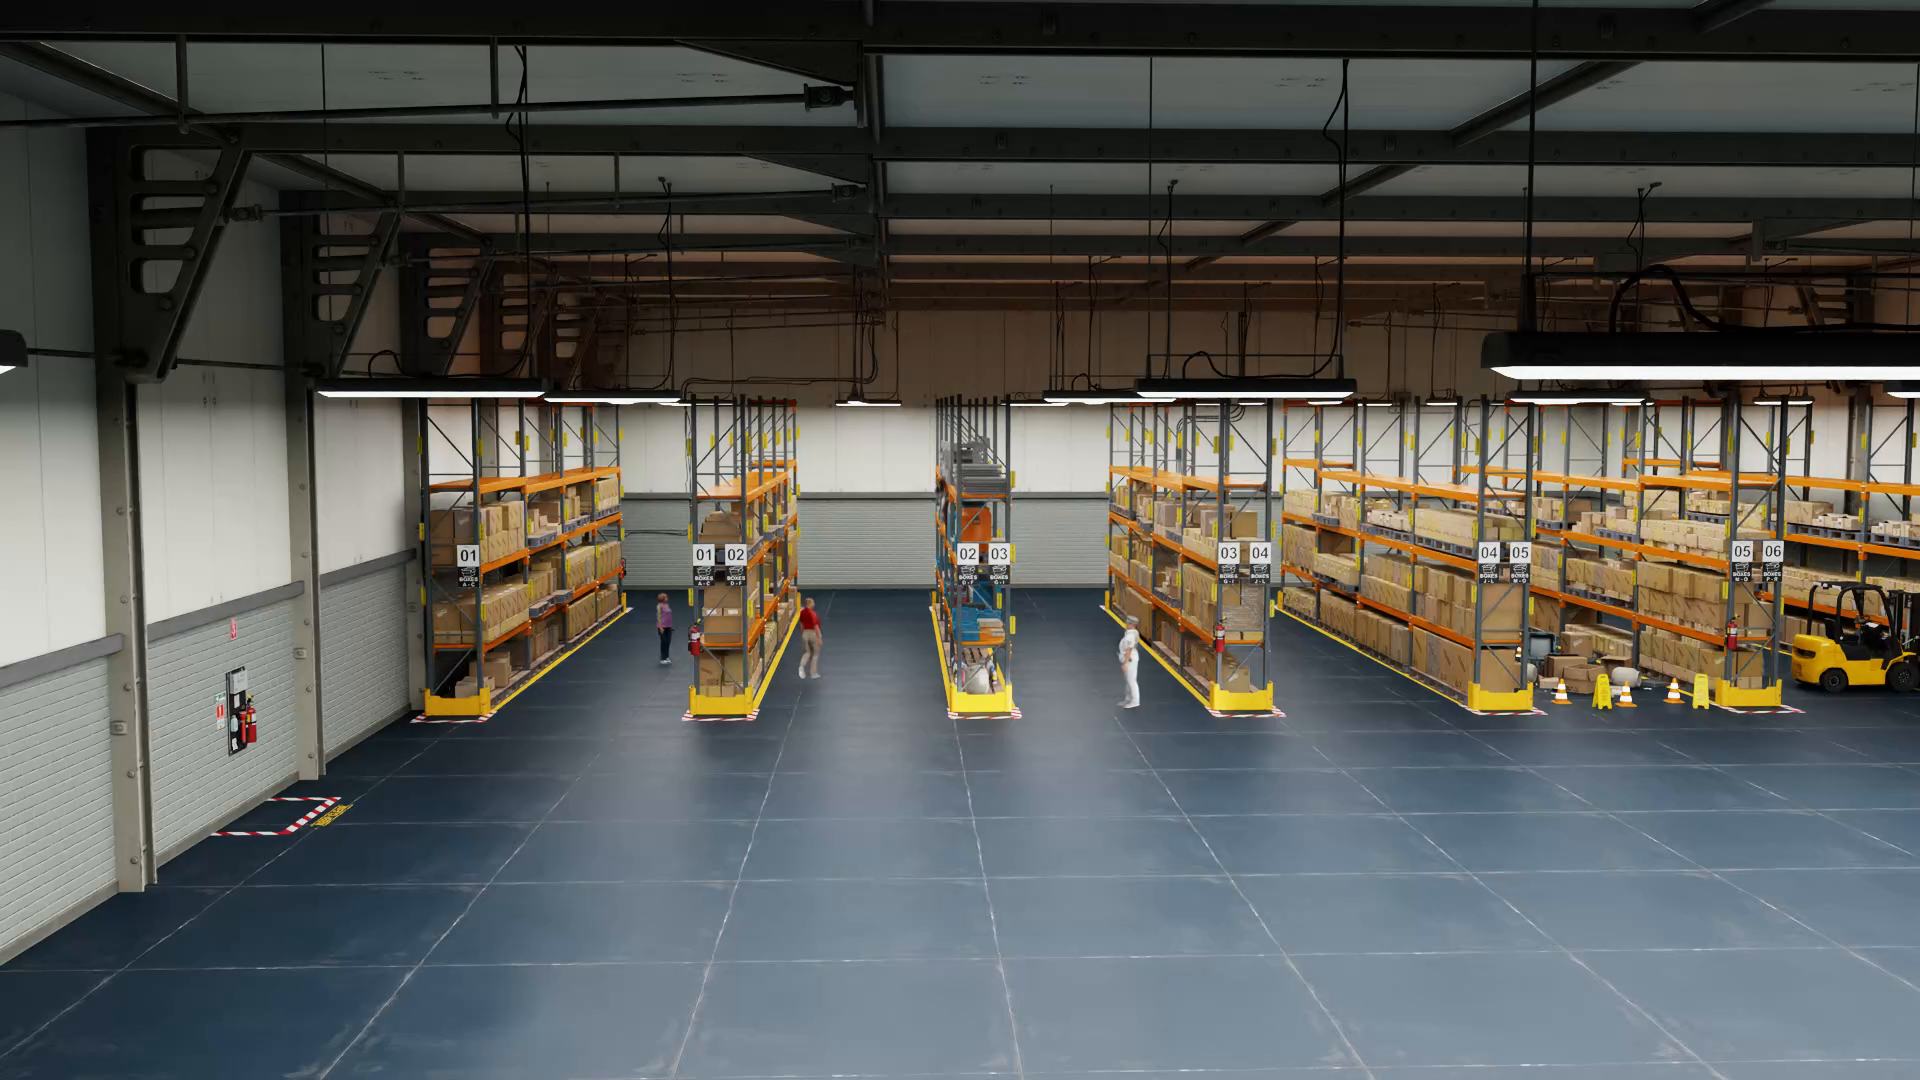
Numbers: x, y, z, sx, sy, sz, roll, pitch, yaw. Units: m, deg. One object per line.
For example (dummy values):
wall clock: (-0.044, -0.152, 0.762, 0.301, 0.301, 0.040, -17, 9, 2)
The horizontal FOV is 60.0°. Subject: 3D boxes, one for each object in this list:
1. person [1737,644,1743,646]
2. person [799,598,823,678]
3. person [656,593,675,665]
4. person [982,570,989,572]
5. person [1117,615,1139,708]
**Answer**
person: (16.944, 1.960, 36.522, 0.573, 1.791, 0.601, -4, 6, -42)
person: (-3.156, 2.070, 35.110, 0.547, 1.711, 0.510, 2, 5, 28)
person: (-6.617, 1.998, 37.528, 0.478, 1.620, 0.453, 4, 6, 41)
person: (0.841, 0.984, 49.565, 0.612, 1.693, 0.906, -2, 5, -27)
person: (3.218, 2.329, 31.989, 0.448, 1.780, 0.640, -1, 5, -9)
